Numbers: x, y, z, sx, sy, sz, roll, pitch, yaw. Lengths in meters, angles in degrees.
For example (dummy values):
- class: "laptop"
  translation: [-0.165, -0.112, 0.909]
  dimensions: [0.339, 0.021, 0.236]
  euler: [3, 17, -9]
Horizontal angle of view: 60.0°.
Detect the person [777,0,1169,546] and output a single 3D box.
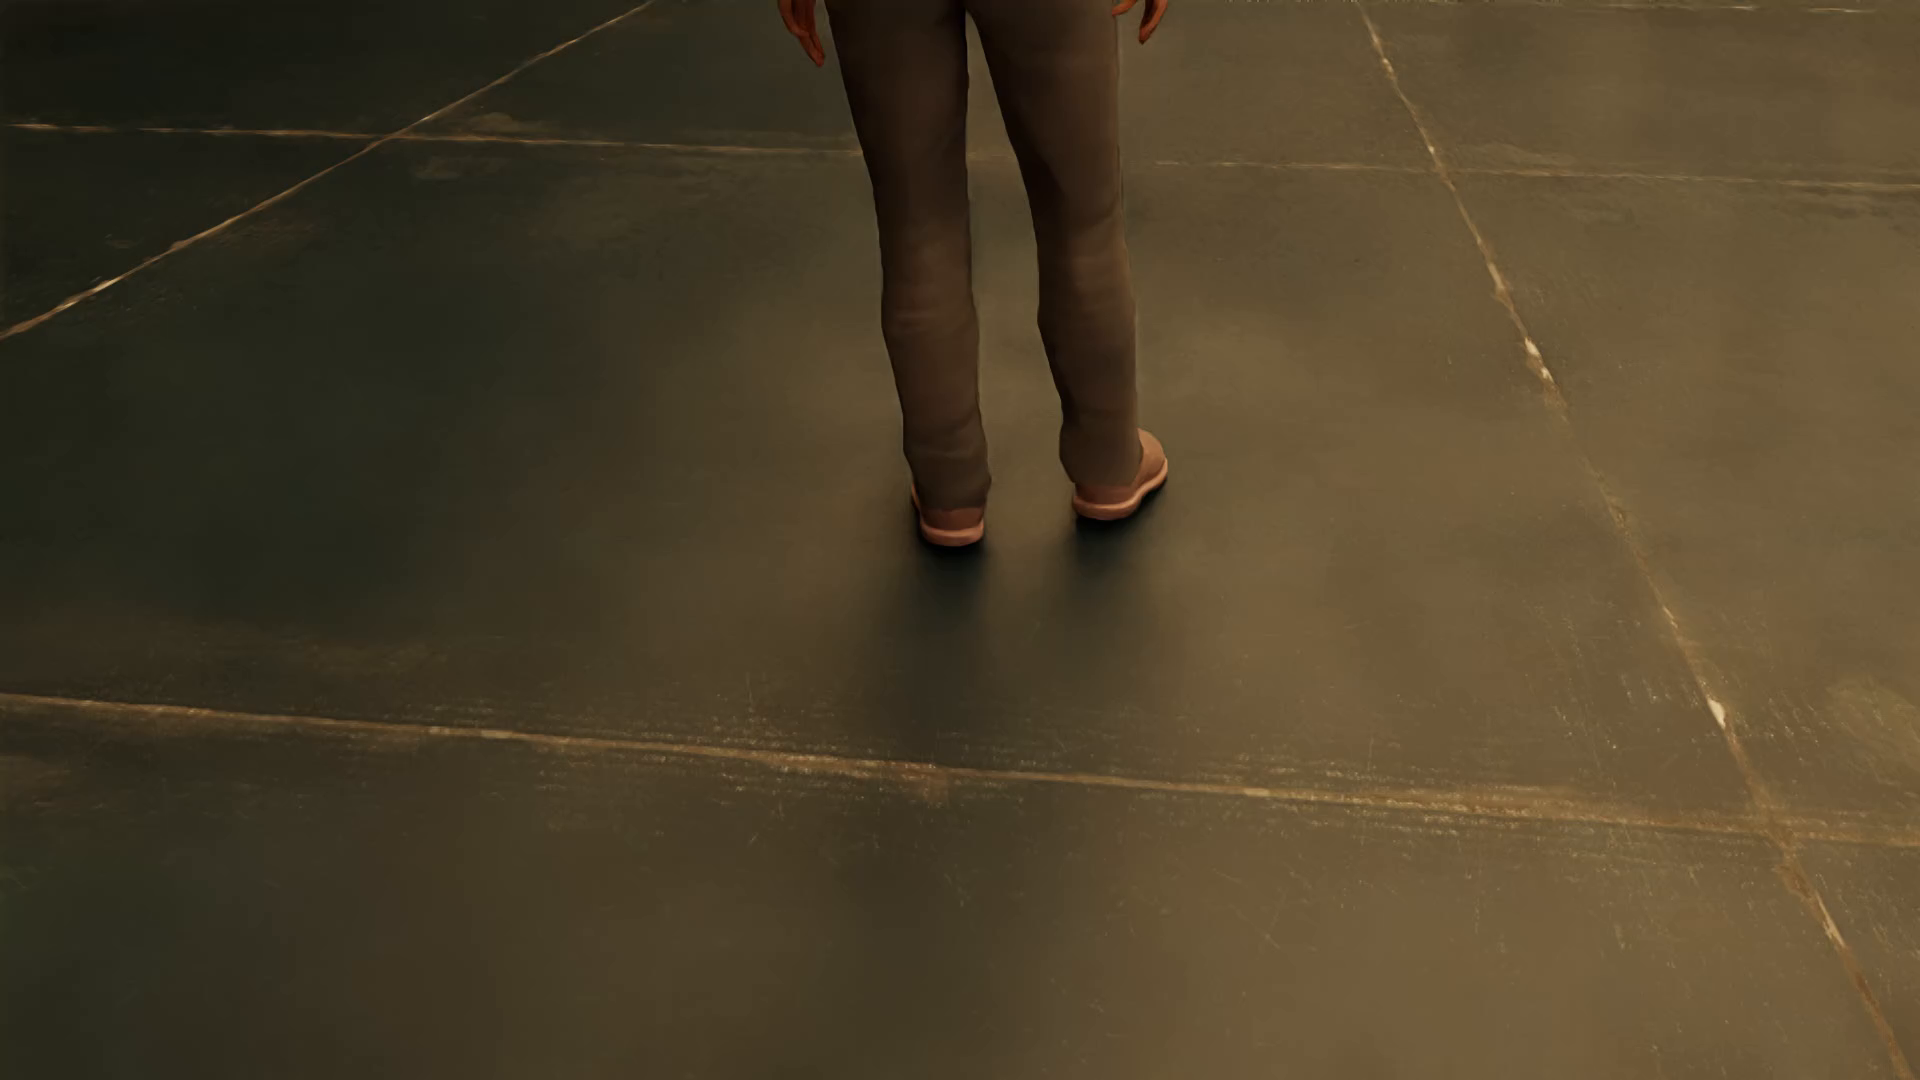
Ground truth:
- class: "person"
  translation: [0.031, -0.779, 2.206]
  dimensions: [0.570, 1.642, 0.503]
  euler: [3, 27, 7]
